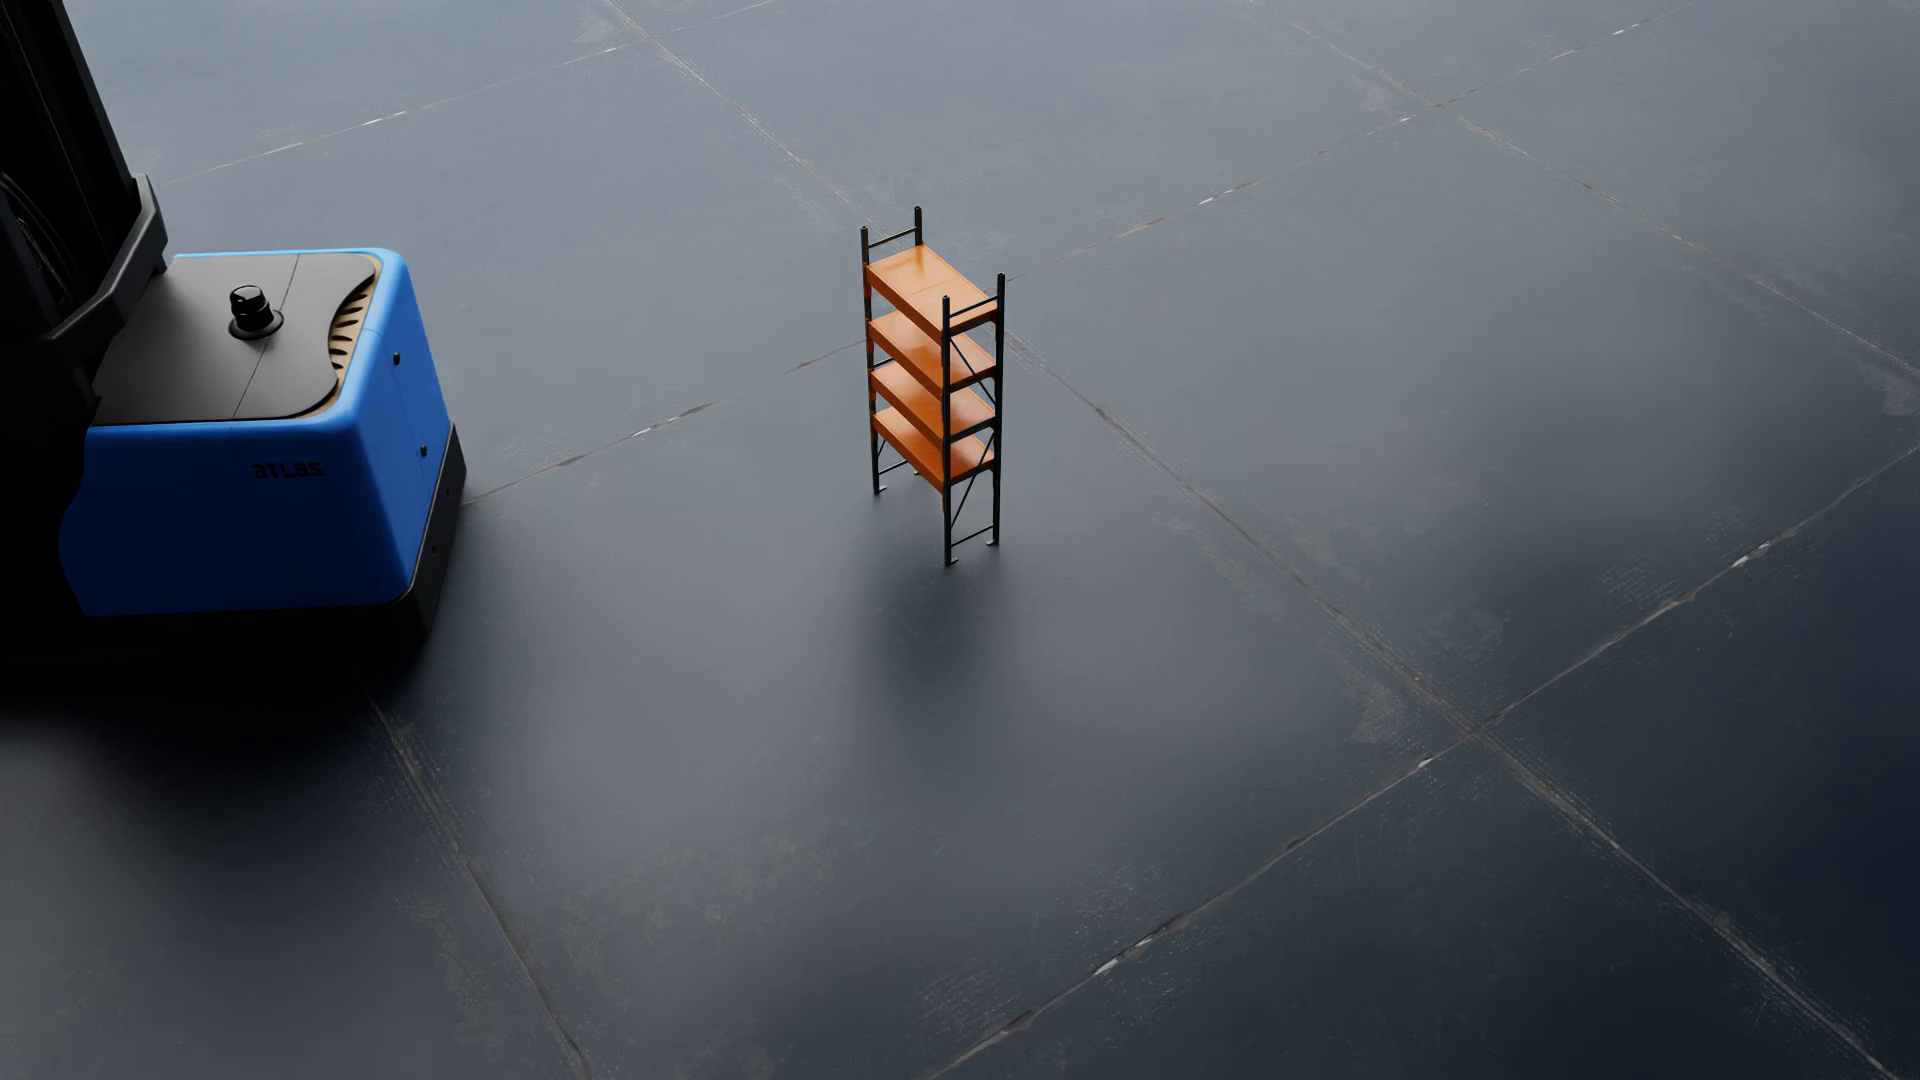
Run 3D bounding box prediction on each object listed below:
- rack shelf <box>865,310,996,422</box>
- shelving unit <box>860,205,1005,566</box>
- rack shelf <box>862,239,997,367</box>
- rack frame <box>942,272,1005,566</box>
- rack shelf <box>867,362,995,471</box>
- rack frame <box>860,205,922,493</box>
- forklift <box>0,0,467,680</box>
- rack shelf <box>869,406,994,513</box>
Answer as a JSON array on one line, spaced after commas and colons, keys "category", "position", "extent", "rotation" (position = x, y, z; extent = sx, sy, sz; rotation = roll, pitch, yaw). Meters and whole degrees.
[{"category": "rack shelf", "position": [-0.095, -0.641, 5.826], "extent": [0.258, 0.148, 0.480], "rotation": [-26, 49, -24]}, {"category": "shelving unit", "position": [-0.095, -0.528, 5.934], "extent": [0.258, 1.200, 0.503], "rotation": [-26, 49, -24]}, {"category": "rack shelf", "position": [-0.095, -0.812, 5.663], "extent": [0.258, 0.148, 0.480], "rotation": [-26, 49, -24]}, {"category": "rack frame", "position": [0.045, -0.390, 5.789], "extent": [0.240, 1.200, 0.015], "rotation": [-26, 49, -24]}, {"category": "rack shelf", "position": [-0.095, -0.479, 5.980], "extent": [0.258, 0.148, 0.480], "rotation": [-26, 49, -24]}, {"category": "rack frame", "position": [-0.234, -0.666, 6.079], "extent": [0.240, 1.200, 0.015], "rotation": [-26, 49, -24]}, {"category": "forklift", "position": [-3.391, -0.913, 5.084], "extent": [3.031, 2.935, 1.130], "rotation": [-2, 44, -2]}, {"category": "rack shelf", "position": [-0.095, -0.335, 6.117], "extent": [0.258, 0.148, 0.480], "rotation": [-26, 49, -24]}]
